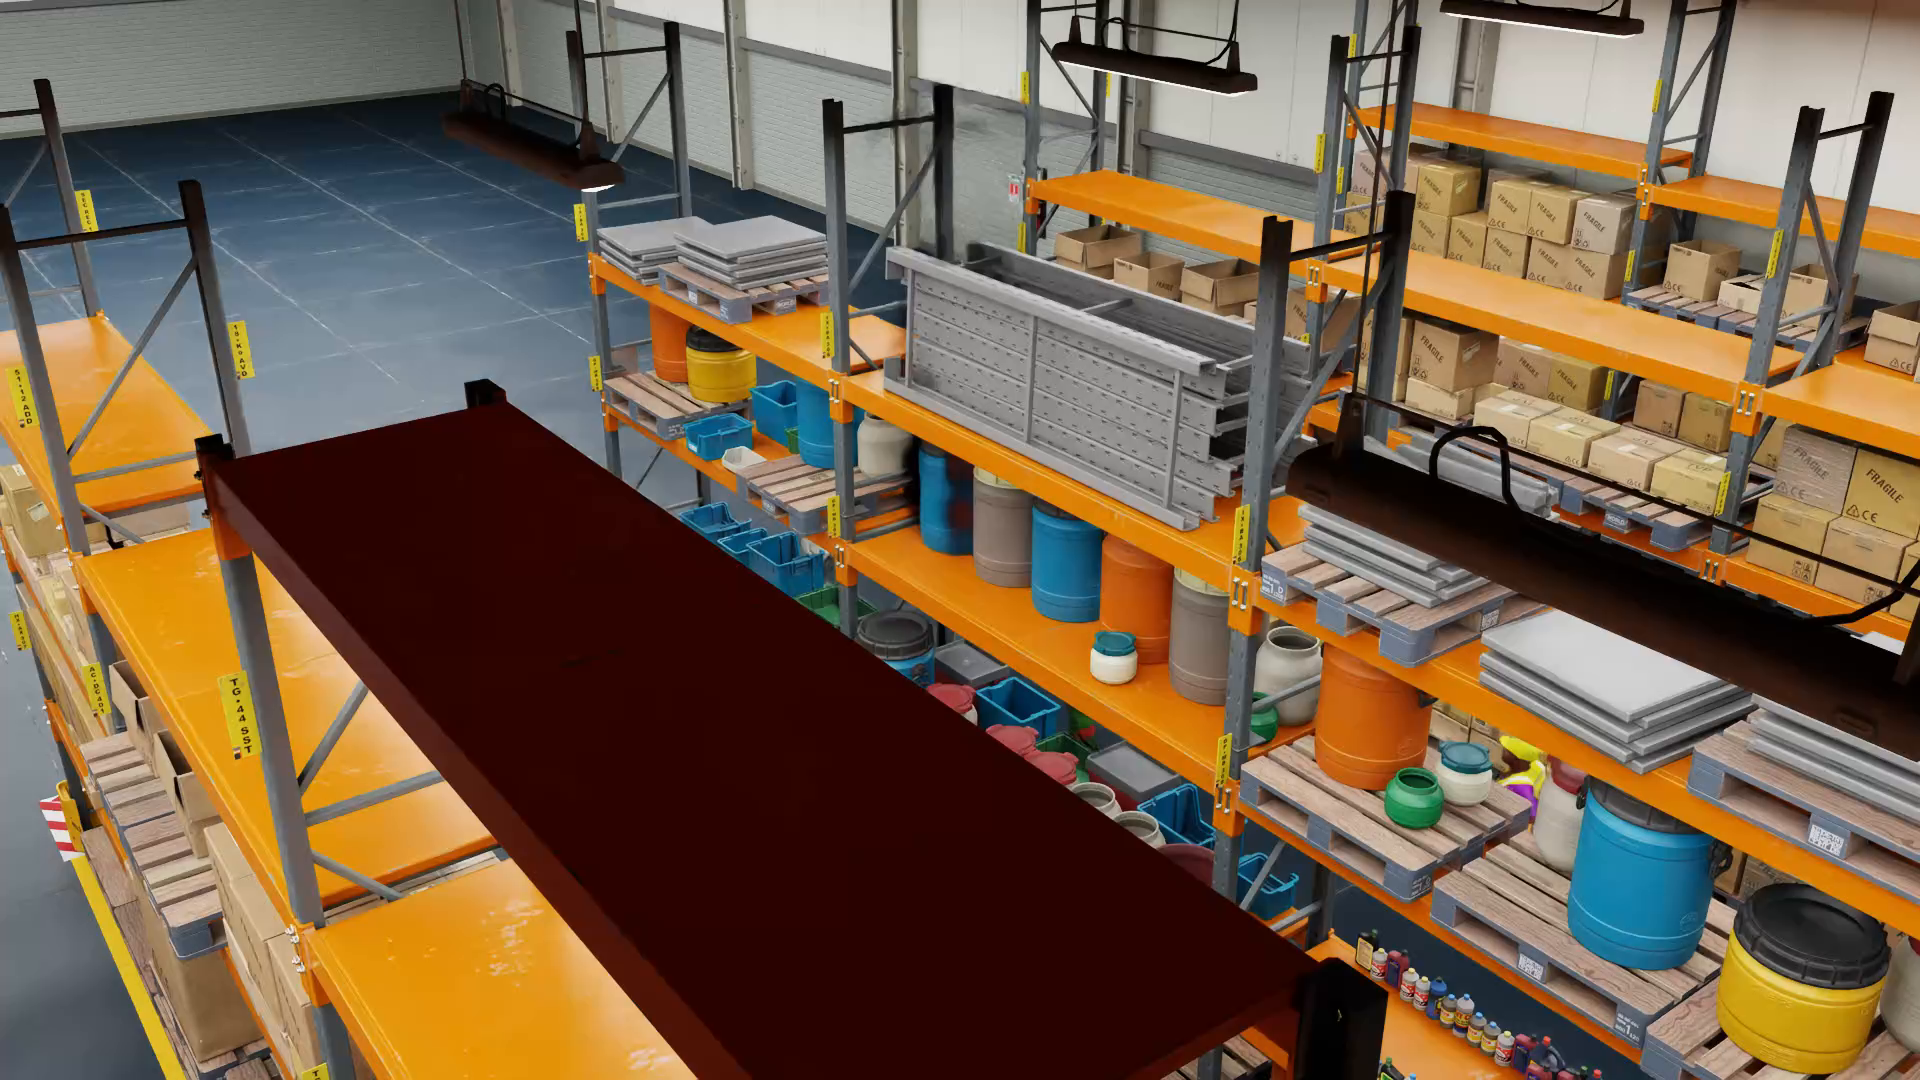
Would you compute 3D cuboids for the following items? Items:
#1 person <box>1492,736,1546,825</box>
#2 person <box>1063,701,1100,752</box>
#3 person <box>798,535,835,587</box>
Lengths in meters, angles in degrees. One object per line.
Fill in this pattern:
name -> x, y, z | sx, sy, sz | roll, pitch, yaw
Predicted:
person -> 4.040, 2.205, 12.119 | 0.788, 1.814, 0.676 | 21, 32, 38
person -> 1.044, 1.107, 14.442 | 0.650, 1.828, 0.772 | -18, 30, -34
person -> -1.457, 0.078, 16.868 | 0.621, 1.649, 0.572 | -21, 32, -38
